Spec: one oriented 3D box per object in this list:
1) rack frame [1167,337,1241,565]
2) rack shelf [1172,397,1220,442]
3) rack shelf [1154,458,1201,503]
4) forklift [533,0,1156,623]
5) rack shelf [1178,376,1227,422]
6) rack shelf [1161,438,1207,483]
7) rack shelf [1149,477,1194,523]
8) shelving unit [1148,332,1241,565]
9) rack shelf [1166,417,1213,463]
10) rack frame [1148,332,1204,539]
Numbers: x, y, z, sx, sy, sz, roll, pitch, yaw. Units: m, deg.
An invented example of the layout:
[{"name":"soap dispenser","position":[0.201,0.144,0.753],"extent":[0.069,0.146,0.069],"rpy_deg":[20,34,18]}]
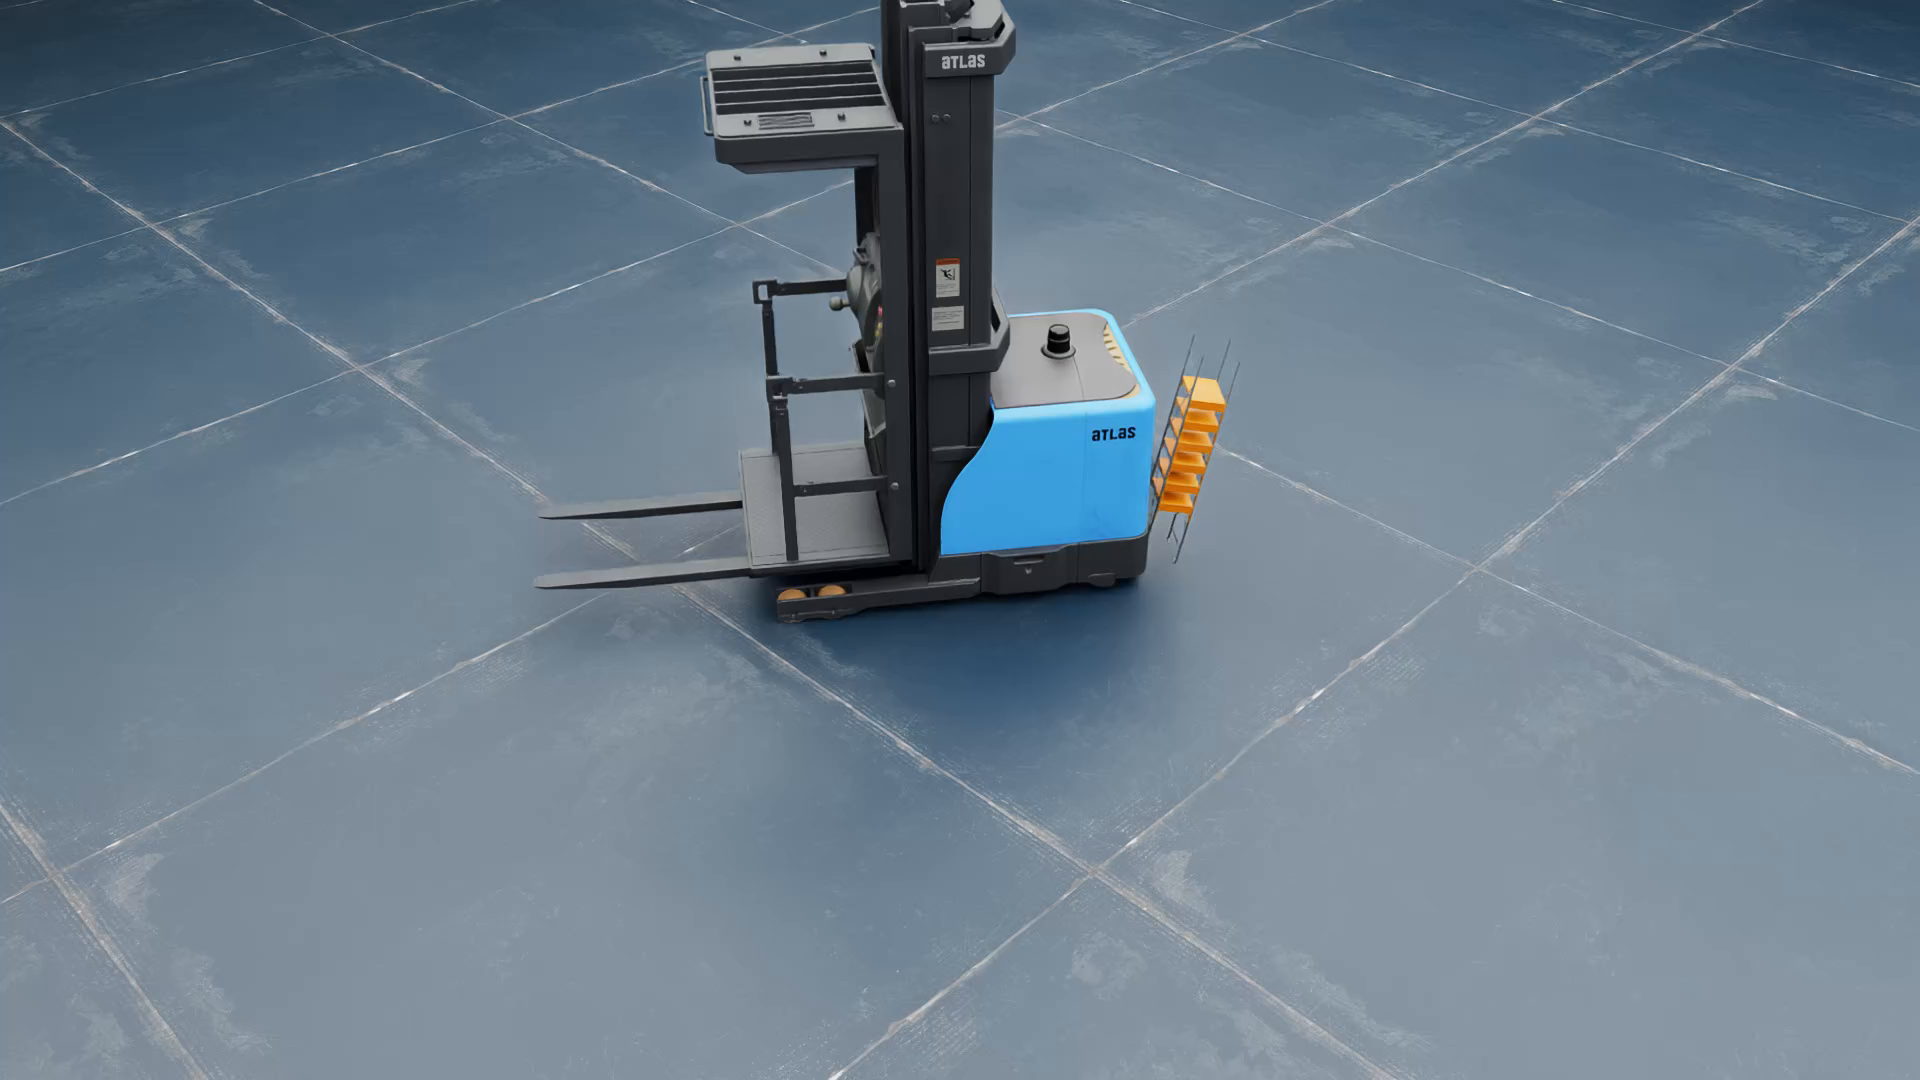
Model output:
[{"name":"rack frame","position":[1.213,-0.430,8.325],"extent":[0.006,1.200,0.240],"rpy_deg":[6,34,-9]},{"name":"rack shelf","position":[1.159,-0.599,8.202],"extent":[0.180,0.103,0.258],"rpy_deg":[6,34,-9]},{"name":"rack shelf","position":[1.093,-0.306,8.400],"extent":[0.180,0.103,0.258],"rpy_deg":[6,34,-9]},{"name":"forklift","position":[-0.622,-1.120,7.784],"extent":[3.031,2.935,1.130],"rpy_deg":[-5,35,-8]},{"name":"rack shelf","position":[1.181,-0.697,8.136],"extent":[0.180,0.103,0.258],"rpy_deg":[6,34,-9]},{"name":"rack shelf","position":[1.115,-0.404,8.334],"extent":[0.180,0.103,0.258],"rpy_deg":[6,34,-9]},{"name":"rack shelf","position":[1.070,-0.209,8.466],"extent":[0.180,0.103,0.258],"rpy_deg":[6,34,-9]},{"name":"shelving unit","position":[1.123,-0.440,8.310],"extent":[0.189,1.200,0.258],"rpy_deg":[6,34,-9]},{"name":"rack shelf","position":[1.137,-0.502,8.268],"extent":[0.180,0.103,0.258],"rpy_deg":[6,34,-9]},{"name":"rack frame","position":[1.033,-0.450,8.295],"extent":[0.006,1.200,0.240],"rpy_deg":[6,34,-9]}]
